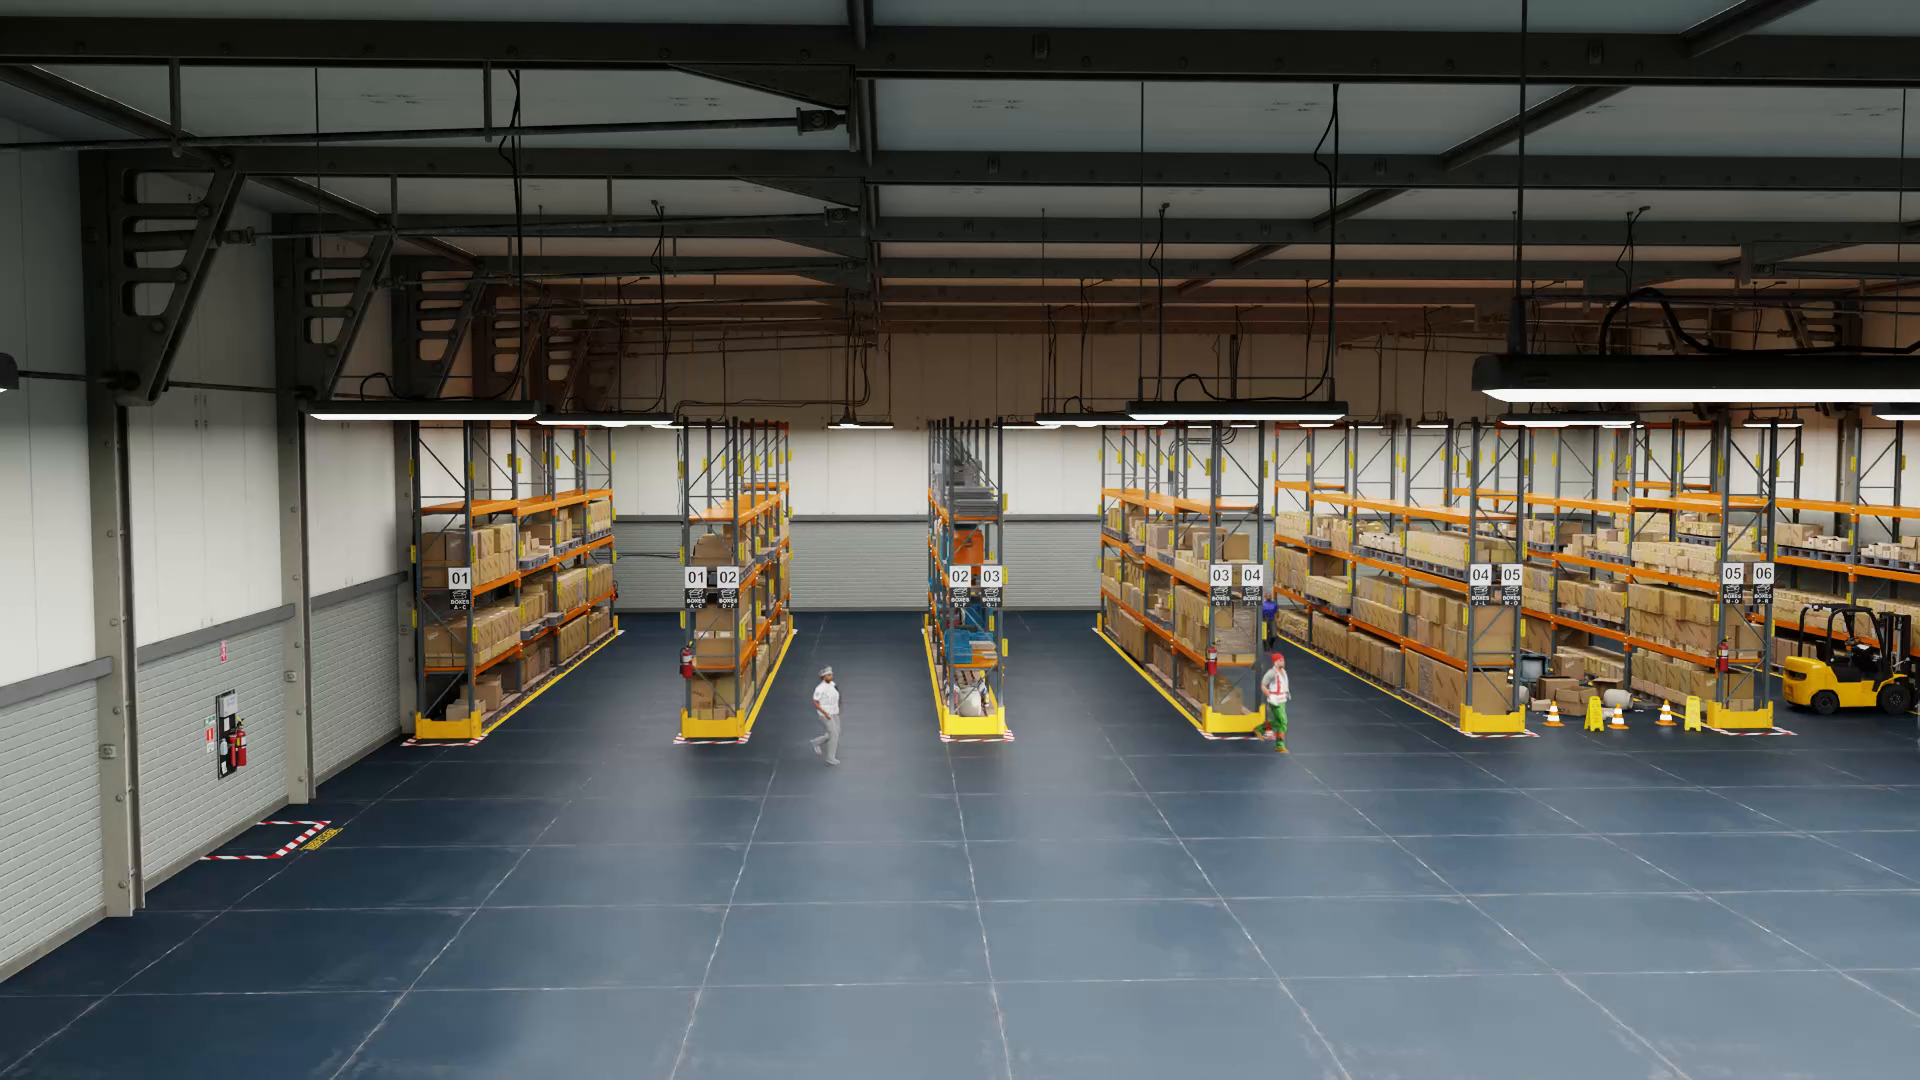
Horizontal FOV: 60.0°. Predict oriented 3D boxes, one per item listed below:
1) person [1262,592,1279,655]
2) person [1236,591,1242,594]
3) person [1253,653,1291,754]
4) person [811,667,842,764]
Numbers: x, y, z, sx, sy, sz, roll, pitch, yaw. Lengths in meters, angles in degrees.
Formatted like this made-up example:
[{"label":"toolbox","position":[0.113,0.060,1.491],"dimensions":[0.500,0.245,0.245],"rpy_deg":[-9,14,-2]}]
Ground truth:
[{"label":"person","position":[7.899,2.143,42.426],"dimensions":[0.563,1.606,0.572],"rpy_deg":[0,4,1]},{"label":"person","position":[7.855,1.905,45.519],"dimensions":[0.688,1.663,0.683],"rpy_deg":[0,4,3]},{"label":"person","position":[5.608,2.902,29.799],"dimensions":[0.786,1.790,0.670],"rpy_deg":[3,5,39]},{"label":"person","position":[-2.316,3.020,28.803],"dimensions":[0.591,1.683,0.576],"rpy_deg":[2,4,32]}]
